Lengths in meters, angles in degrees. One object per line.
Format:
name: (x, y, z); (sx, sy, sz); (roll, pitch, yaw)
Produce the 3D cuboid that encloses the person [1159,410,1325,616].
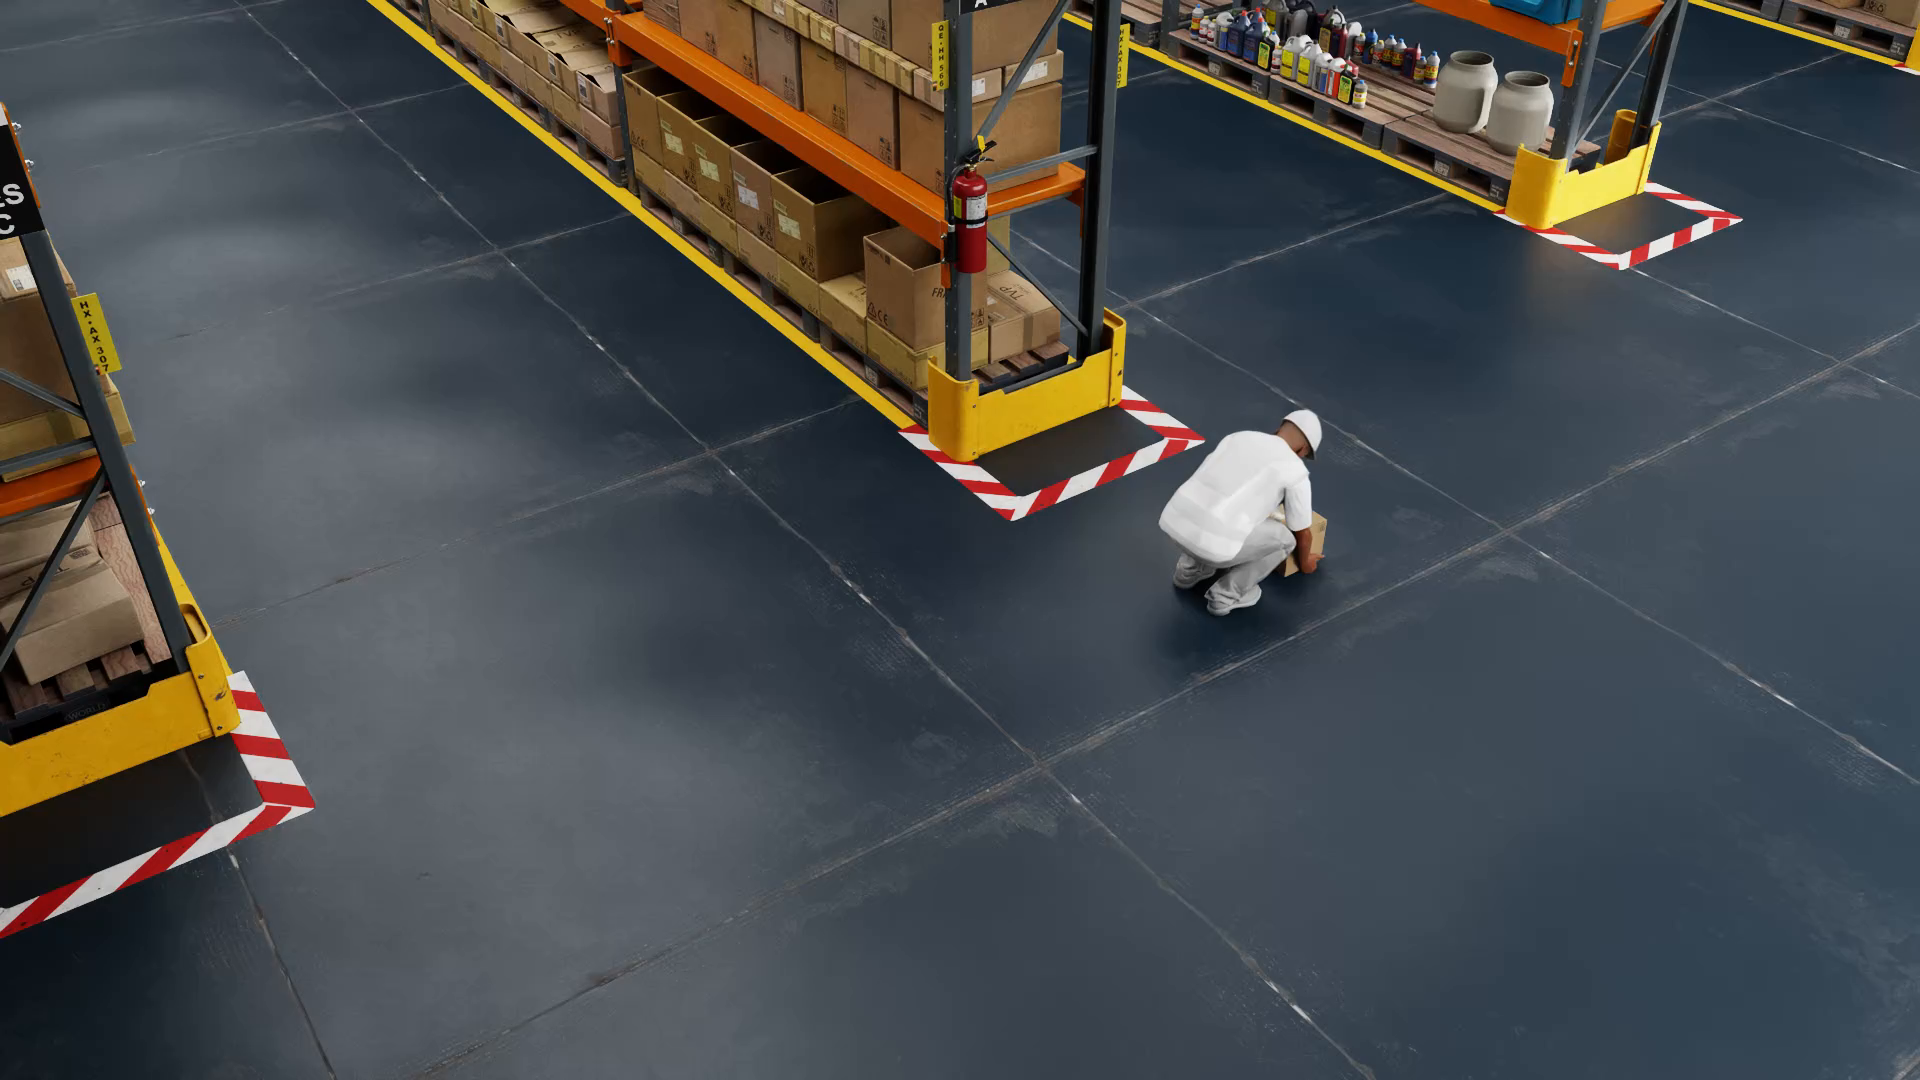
person: (1.370, -0.116, 8.029); (0.934, 0.887, 0.540); (-23, 42, -28)
